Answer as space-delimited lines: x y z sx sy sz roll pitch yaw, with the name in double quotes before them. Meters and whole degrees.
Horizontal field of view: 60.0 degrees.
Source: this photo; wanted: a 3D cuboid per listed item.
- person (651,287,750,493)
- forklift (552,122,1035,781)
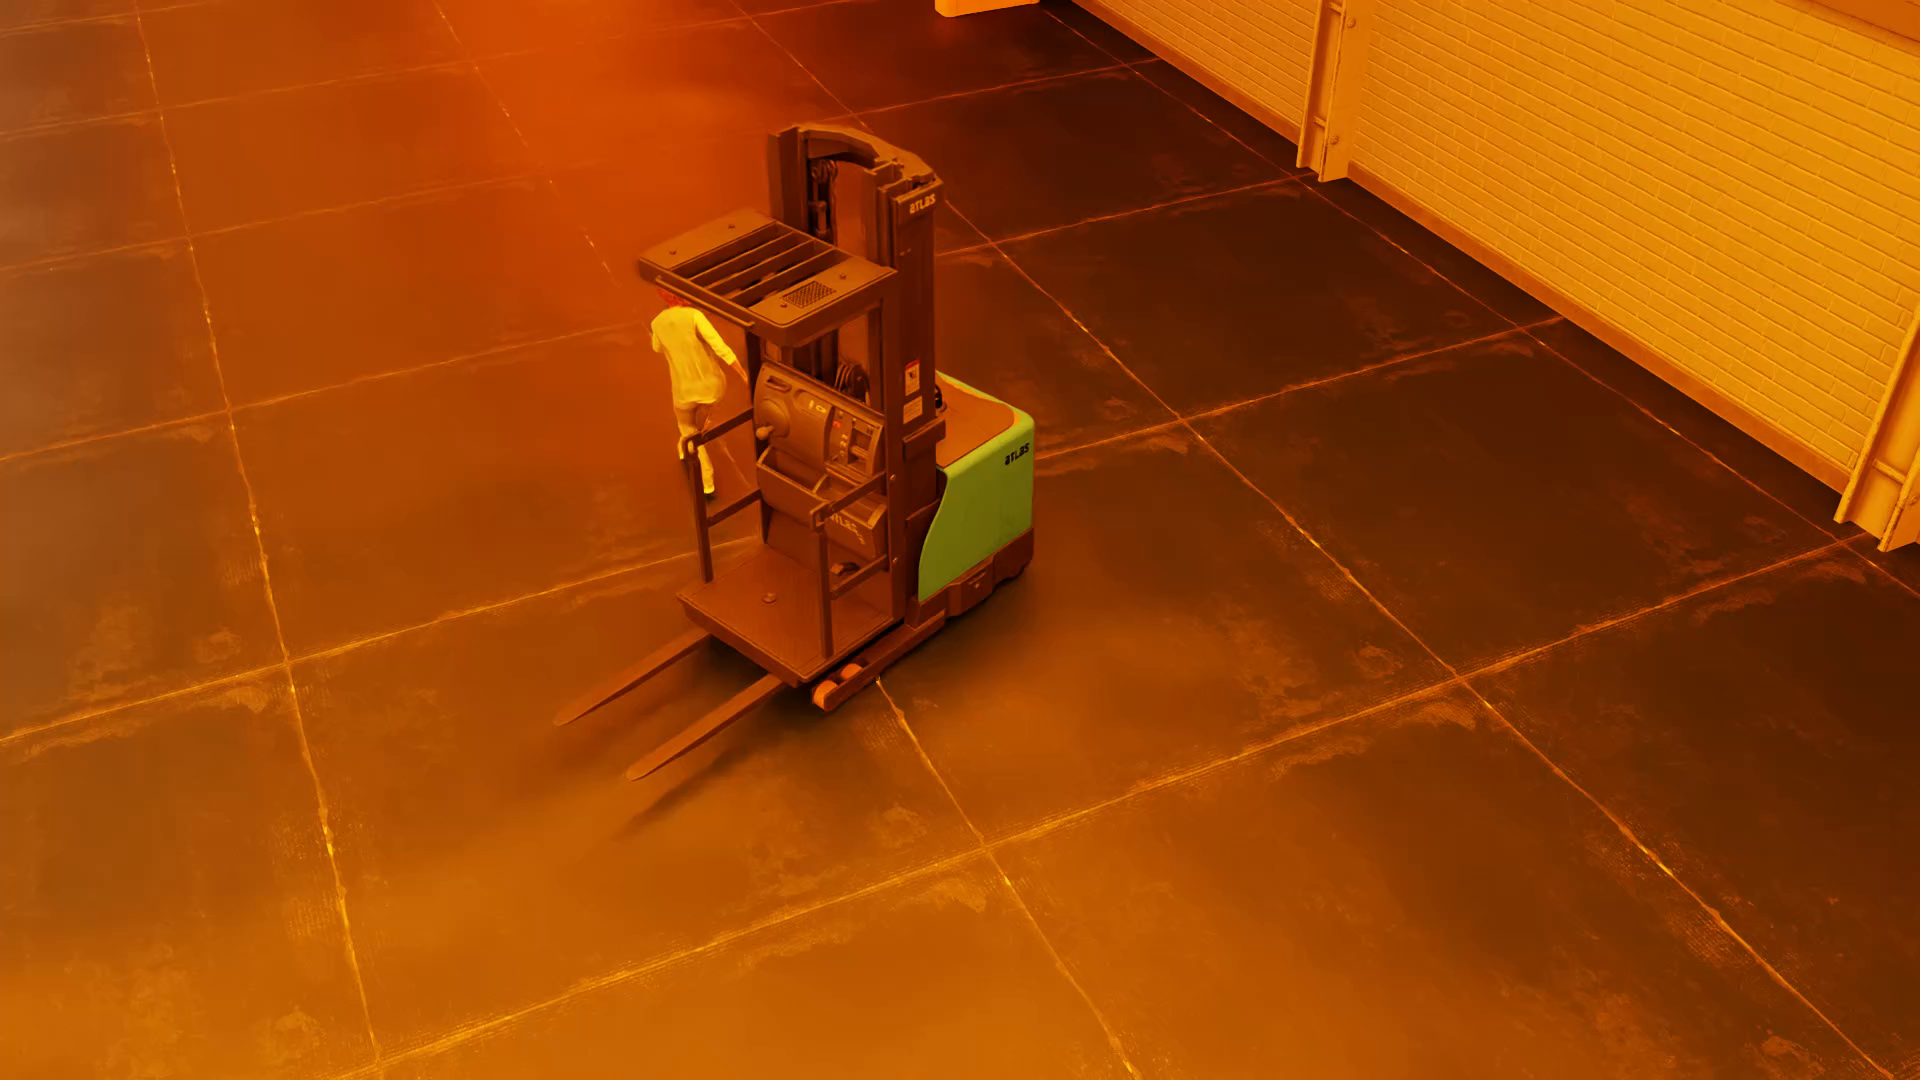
"person" -1.638 -1.061 10.714 0.656 1.469 0.744 -3 37 -4
"forklift" -0.909 -0.571 8.817 1.130 2.935 3.031 28 45 32
